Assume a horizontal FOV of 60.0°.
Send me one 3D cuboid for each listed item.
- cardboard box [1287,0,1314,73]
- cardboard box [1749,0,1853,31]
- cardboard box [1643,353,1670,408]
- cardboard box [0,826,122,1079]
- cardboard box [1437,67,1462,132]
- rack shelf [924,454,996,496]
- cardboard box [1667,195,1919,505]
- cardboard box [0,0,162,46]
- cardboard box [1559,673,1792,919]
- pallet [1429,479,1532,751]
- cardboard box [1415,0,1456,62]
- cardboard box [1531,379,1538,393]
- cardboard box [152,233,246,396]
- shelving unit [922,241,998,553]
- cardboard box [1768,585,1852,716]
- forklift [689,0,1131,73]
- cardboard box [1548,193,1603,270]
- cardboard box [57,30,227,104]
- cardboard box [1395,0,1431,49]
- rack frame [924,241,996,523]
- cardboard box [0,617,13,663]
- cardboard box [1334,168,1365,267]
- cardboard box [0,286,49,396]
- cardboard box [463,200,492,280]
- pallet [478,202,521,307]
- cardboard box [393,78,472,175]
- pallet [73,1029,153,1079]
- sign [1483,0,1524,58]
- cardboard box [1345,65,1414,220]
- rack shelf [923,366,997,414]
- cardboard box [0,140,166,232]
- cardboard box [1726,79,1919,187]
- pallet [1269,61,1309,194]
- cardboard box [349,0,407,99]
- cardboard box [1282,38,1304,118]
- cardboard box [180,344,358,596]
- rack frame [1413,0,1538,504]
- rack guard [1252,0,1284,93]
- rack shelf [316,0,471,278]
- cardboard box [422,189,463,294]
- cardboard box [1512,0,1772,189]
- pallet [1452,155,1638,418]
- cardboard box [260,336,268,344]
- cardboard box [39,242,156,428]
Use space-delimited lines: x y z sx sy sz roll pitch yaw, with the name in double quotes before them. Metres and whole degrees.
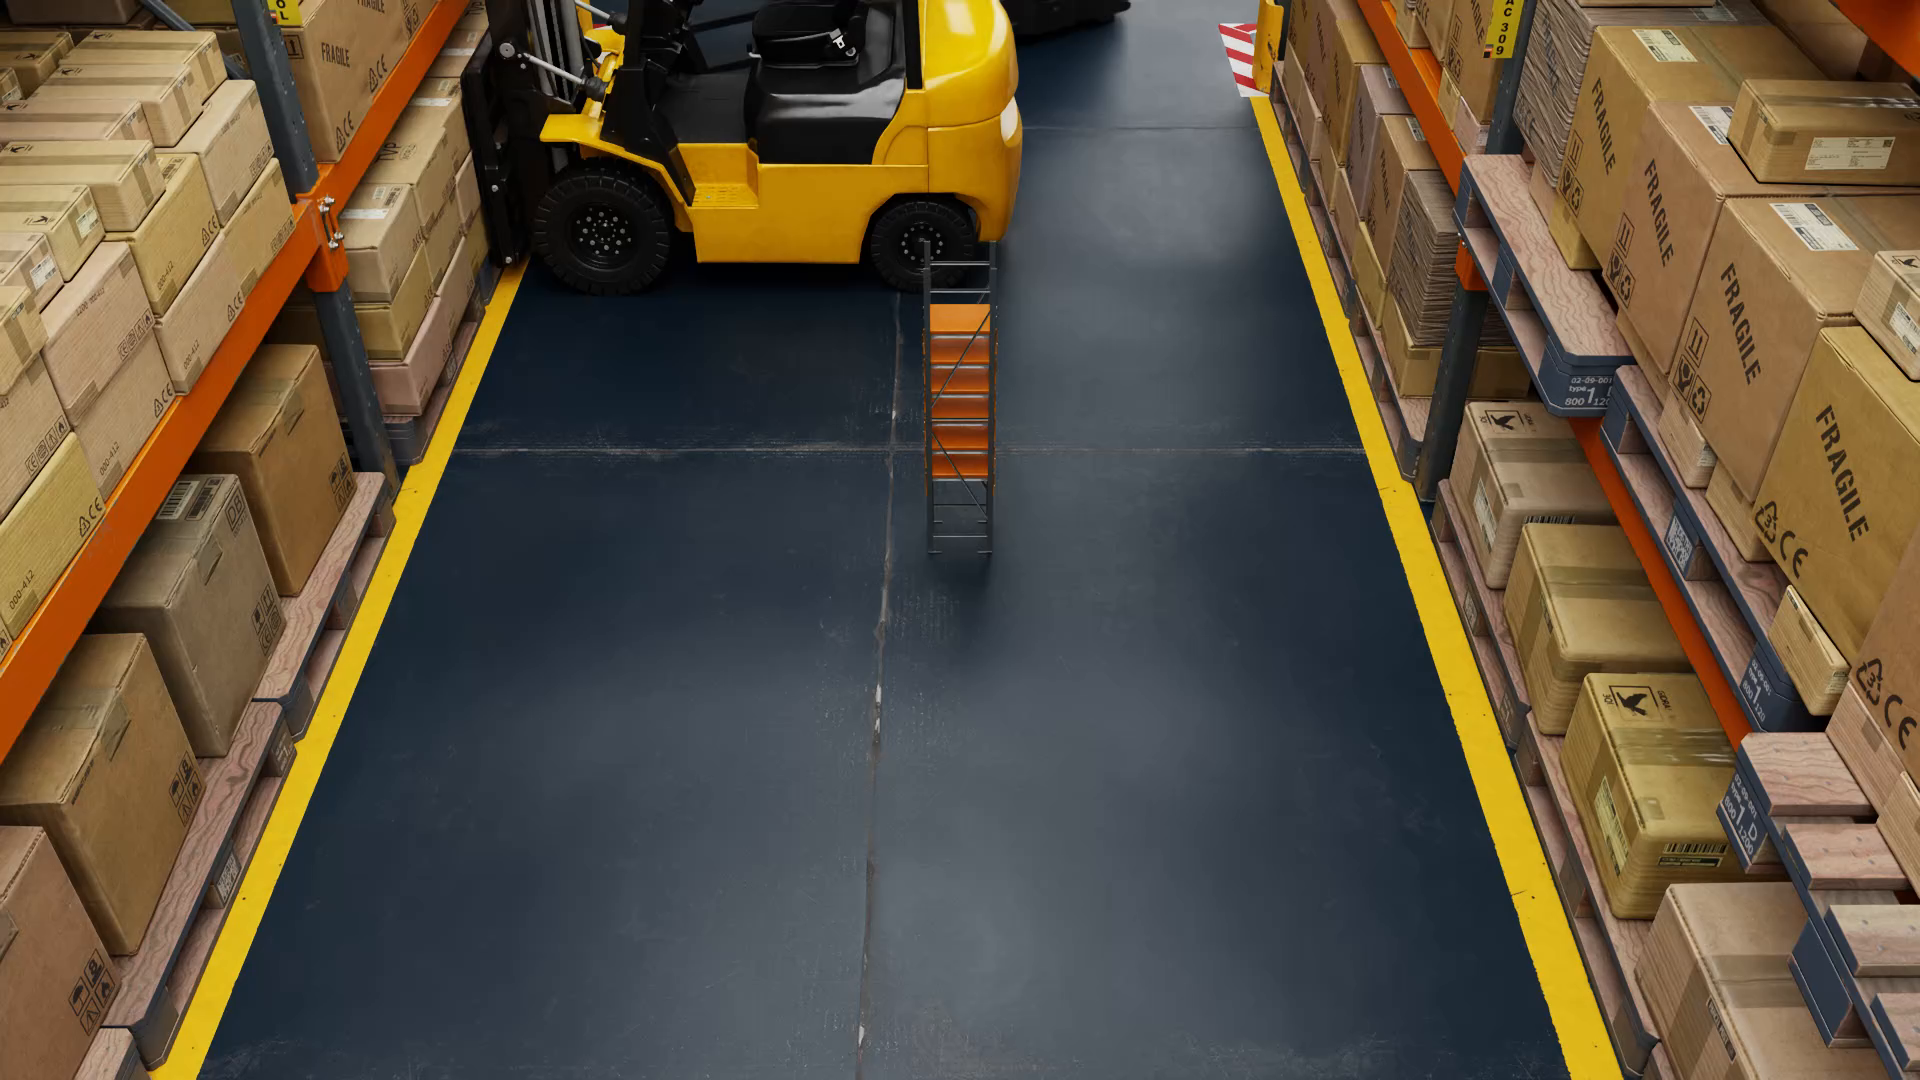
"cardboard box" 1.997 -2.714 8.501 0.500 0.500 0.500 -1 39 -2
"cardboard box" 2.507 -1.379 4.918 0.500 0.500 0.500 -1 39 -1
"cardboard box" 1.986 -0.419 4.240 0.380 0.149 0.250 0 39 0
"cardboard box" -2.678 1.123 4.013 0.875 0.625 0.625 1 39 1
"cardboard box" 1.964 -1.607 6.058 0.380 0.149 0.250 1 39 1
"rack shelf" 0.000 -0.255 6.064 0.258 0.103 0.180 0 39 0
"cardboard box" 1.990 -0.430 3.735 0.500 0.500 0.500 -2 39 -2
"cardboard box" -2.958 -1.662 5.846 0.500 0.500 0.500 0 39 0
"cardboard box" 2.286 0.726 4.711 0.950 0.372 0.625 1 39 1
"pallet" 2.279 0.227 5.798 1.003 0.211 1.213 0 39 0
"cardboard box" 2.020 -2.103 6.158 0.500 0.500 0.500 1 39 1
"cardboard box" 2.546 -0.808 6.723 0.500 0.250 0.500 -2 39 -2
"cardboard box" -2.419 -0.655 4.788 0.500 0.250 0.500 0 39 0
"shelving unit" 0.000 -0.477 5.886 0.258 1.200 0.189 0 39 0
"cardboard box" 1.921 0.228 3.432 0.380 0.149 0.250 1 39 1
"forklift" -0.478 -4.150 9.084 3.031 2.935 1.130 -21 43 -24
"cardboard box" 1.953 -0.912 4.855 0.380 0.149 0.250 1 39 1
"cardboard box" -2.465 -1.421 5.026 0.380 0.149 0.250 1 39 2
"cardboard box" 1.967 -2.086 6.656 0.380 0.149 0.250 -1 39 -1
"rack frame" 0.000 -0.534 5.957 0.240 1.200 0.006 0 39 0
"cardboard box" -2.442 0.303 3.593 0.500 0.250 0.500 -1 39 -2
"cardboard box" 2.001 -1.460 7.536 0.500 0.250 0.500 1 39 1
"cardboard box" -2.356 -0.456 3.822 0.380 0.149 0.250 -1 39 -1
"cardboard box" -2.389 -1.375 7.430 0.500 0.250 0.500 1 39 1
"pallet" -2.650 -1.517 7.974 1.003 0.211 1.213 0 39 0
"cardboard box" -2.376 -1.757 7.107 0.500 0.250 0.500 1 39 1
"pallet" -2.644 1.732 3.920 1.003 0.211 1.213 0 39 0
"sign" 1.734 -1.681 5.257 0.100 0.325 0.005 0 39 0
"cardboard box" 2.004 -1.739 7.284 0.500 0.500 0.500 2 39 2
"rack shelf" 0.000 -0.536 5.839 0.258 0.103 0.180 0 39 0
"cardboard box" -2.366 -0.942 4.429 0.380 0.149 0.250 -1 39 -1
"cardboard box" 2.028 -0.947 3.860 0.380 0.149 0.250 2 39 2
"pallet" 2.238 -2.206 8.834 1.003 0.211 1.213 0 39 0
"cardboard box" -2.444 -1.985 6.248 0.500 0.500 0.500 1 39 1
"cardboard box" 1.996 -2.436 8.754 0.500 0.250 0.500 0 39 0
"cardboard box" -2.675 -0.253 5.731 0.875 0.625 0.625 2 39 2
"rack frame" 2.277 -1.348 5.534 1.000 3.000 0.127 0 39 0
"rack guard" 2.272 -2.827 9.378 1.175 0.500 0.348 0 39 0
"rack shelf" -2.689 -2.312 7.312 1.077 0.370 4.000 0 39 0
"cardboard box" -2.381 -1.246 6.869 0.500 0.250 0.500 0 39 0
"cardboard box" 1.990 -1.374 4.912 0.500 0.500 0.500 1 39 1
"pallet" 2.132 -0.795 4.997 1.003 0.211 1.213 0 39 0
"cardboard box" -2.892 -0.933 6.478 0.500 0.250 0.500 -1 39 -1
"cardboard box" -2.428 -0.531 4.234 0.500 0.250 0.500 1 39 1
